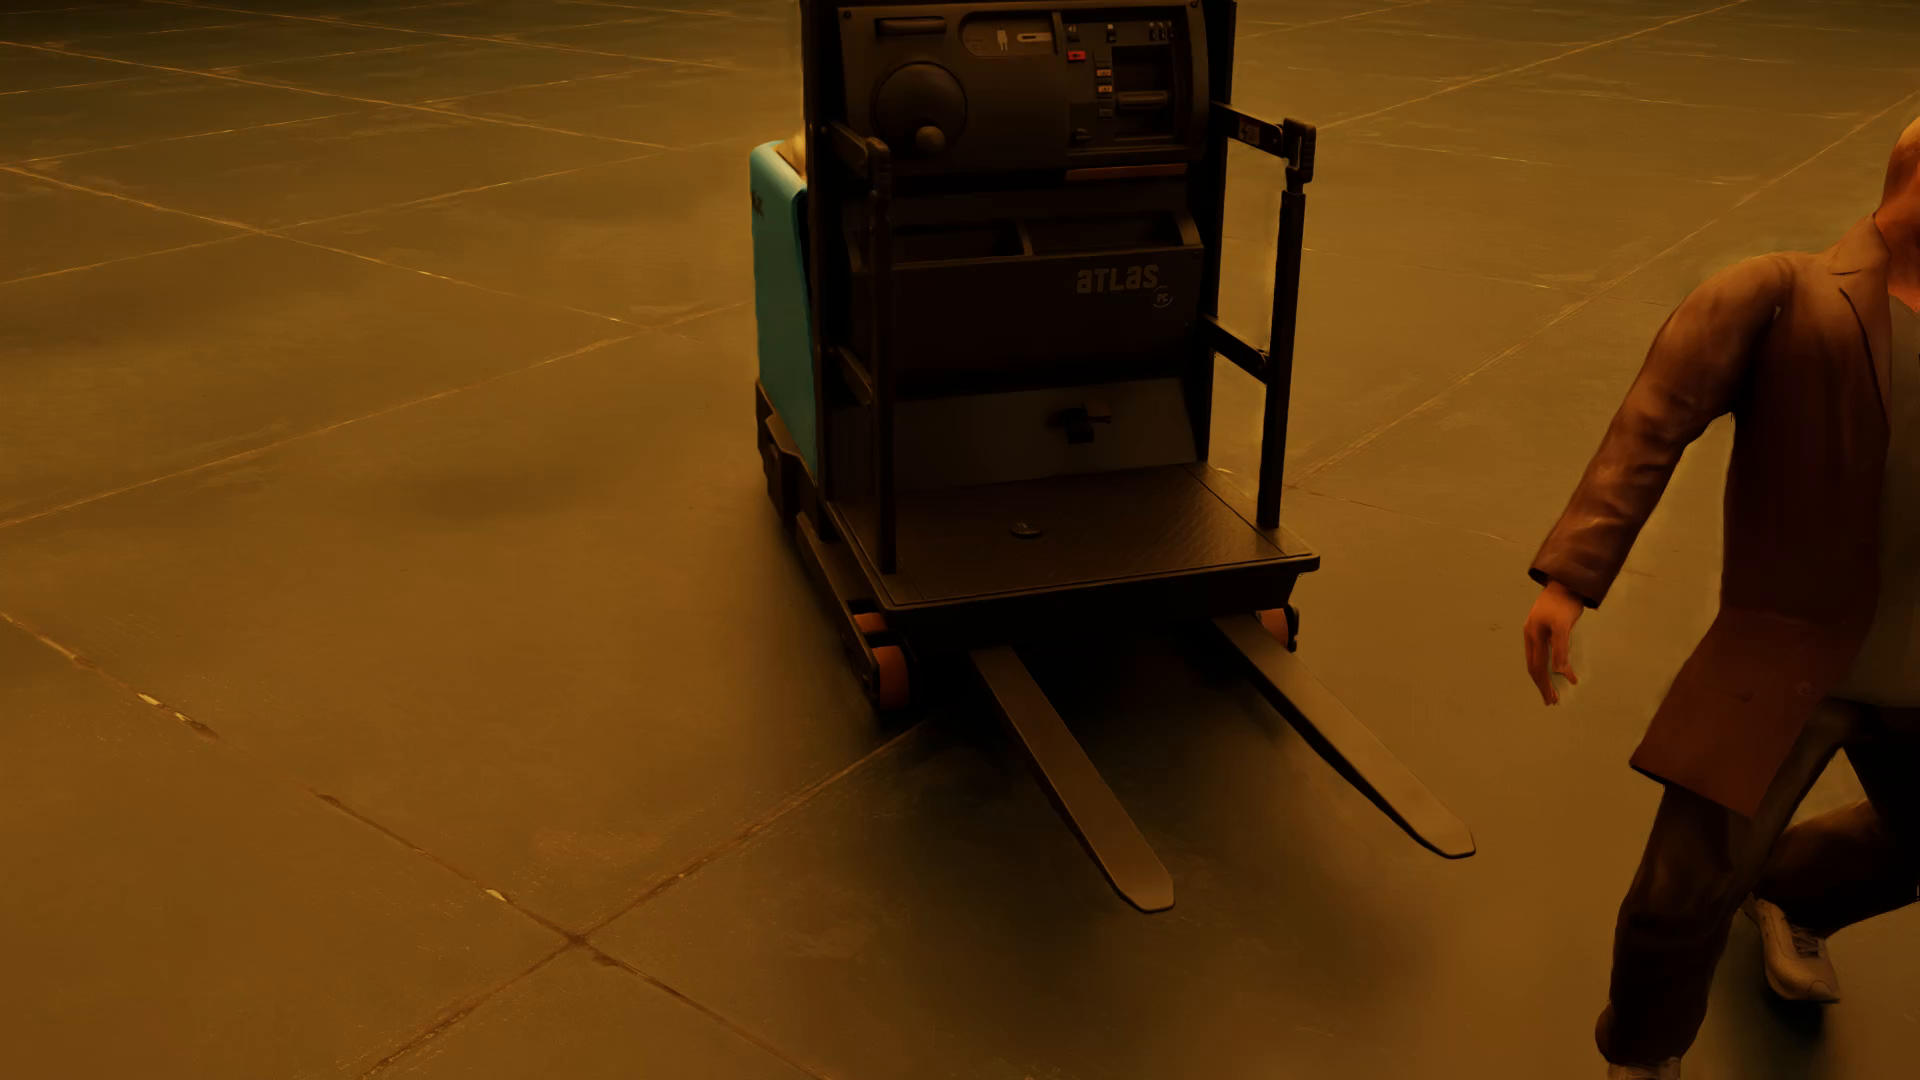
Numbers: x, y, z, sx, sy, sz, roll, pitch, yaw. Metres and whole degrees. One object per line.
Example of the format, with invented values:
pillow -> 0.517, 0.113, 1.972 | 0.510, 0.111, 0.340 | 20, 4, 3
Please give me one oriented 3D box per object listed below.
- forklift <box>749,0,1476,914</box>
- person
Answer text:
forklift -> 0.226, -1.098, 3.862 | 1.130, 2.935, 3.031 | -7, 24, -15
person -> 1.271, 0.187, 2.524 | 0.863, 1.617, 0.936 | -3, 24, -6
